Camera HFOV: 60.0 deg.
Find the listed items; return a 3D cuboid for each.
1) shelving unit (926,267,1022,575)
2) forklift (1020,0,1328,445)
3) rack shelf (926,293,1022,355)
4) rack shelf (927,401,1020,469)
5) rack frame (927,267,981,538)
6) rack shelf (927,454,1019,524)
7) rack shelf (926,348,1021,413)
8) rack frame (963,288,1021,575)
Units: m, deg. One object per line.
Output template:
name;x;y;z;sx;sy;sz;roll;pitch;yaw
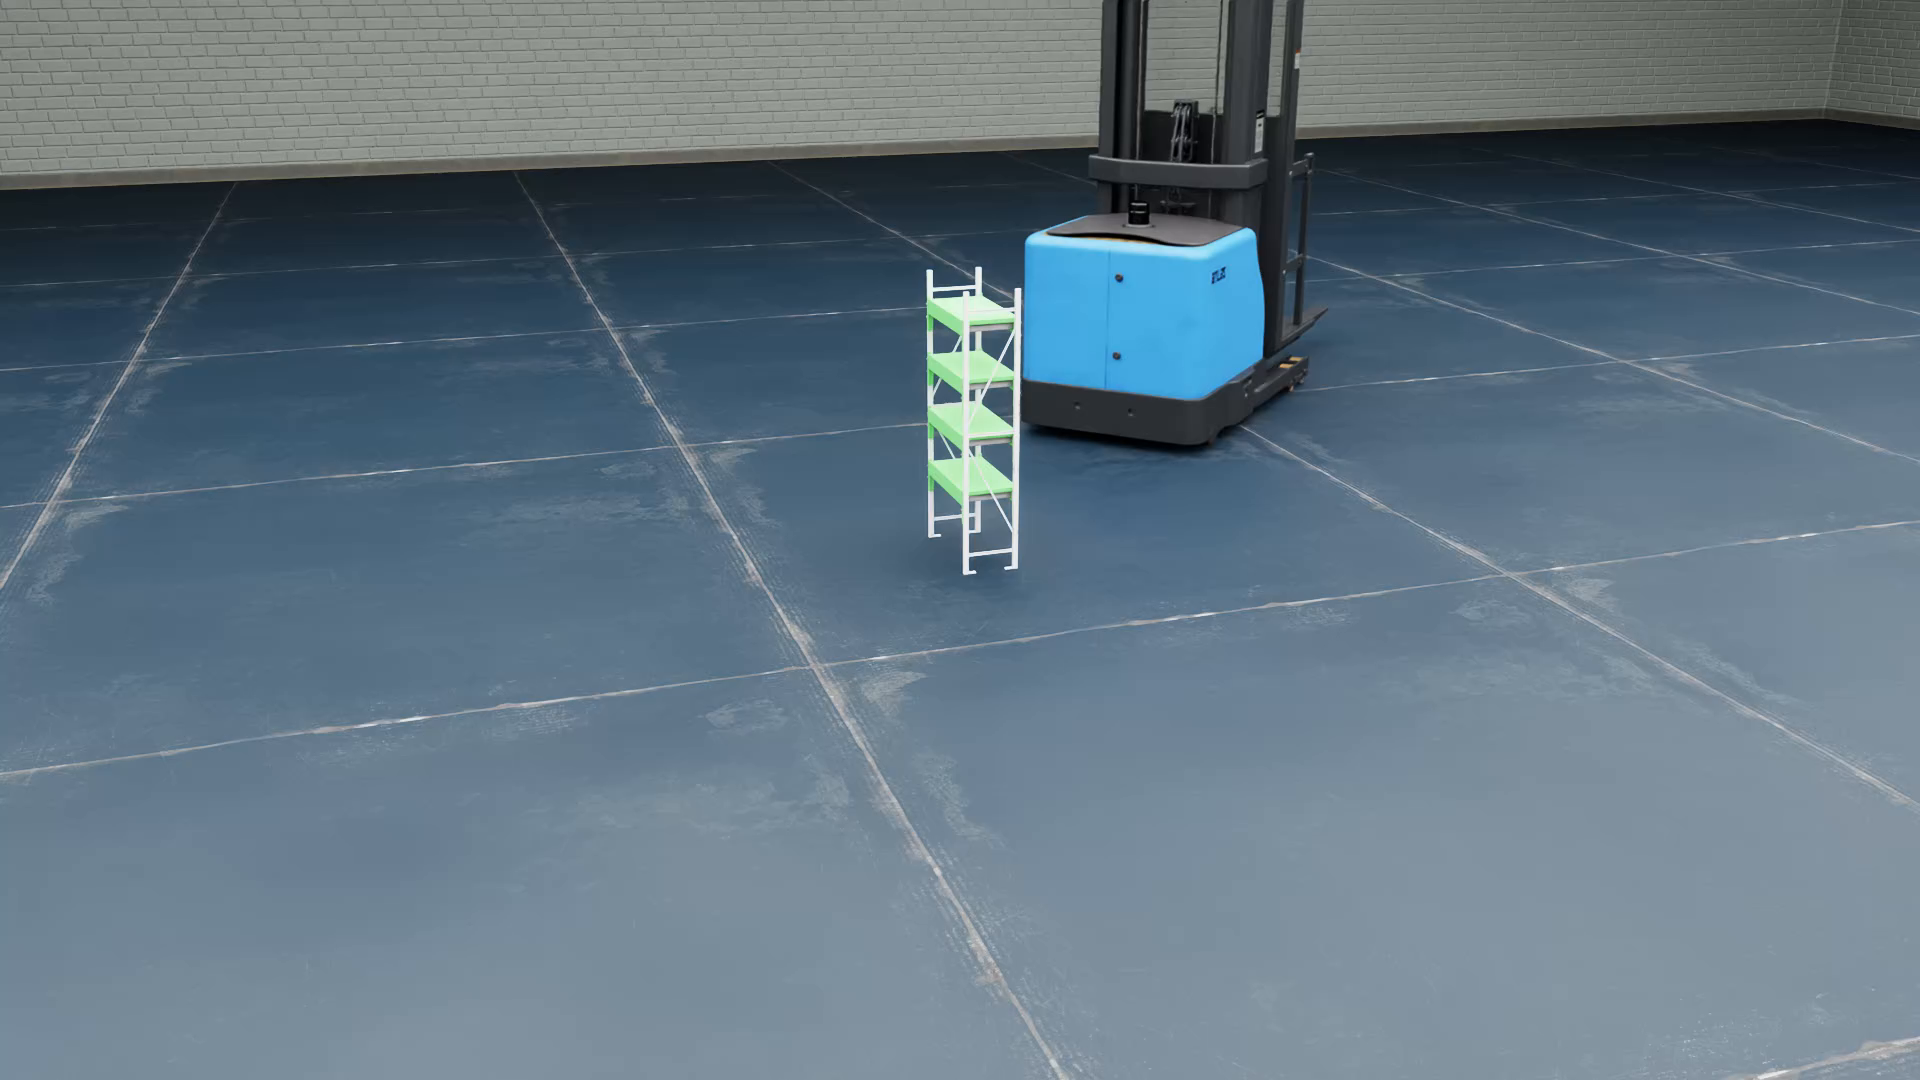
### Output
shelving unit;0.052;-0.512;7.066;0.258;1.200;0.503;-6;21;-17
forklift;1.454;-2.323;9.548;1.130;2.935;3.031;10;22;26
rack shelf;0.052;-0.903;6.925;0.258;0.148;0.480;-6;21;-17
rack shelf;0.052;-0.451;7.087;0.258;0.148;0.480;-6;21;-17
rack frame;-0.025;-0.590;7.284;0.240;1.200;0.015;-6;21;-17
rack shelf;0.052;-0.226;7.169;0.258;0.148;0.480;-6;21;-17
rack shelf;0.052;-0.677;7.006;0.258;0.148;0.480;-6;21;-17
rack frame;0.129;-0.433;6.848;0.240;1.200;0.015;-6;21;-17
